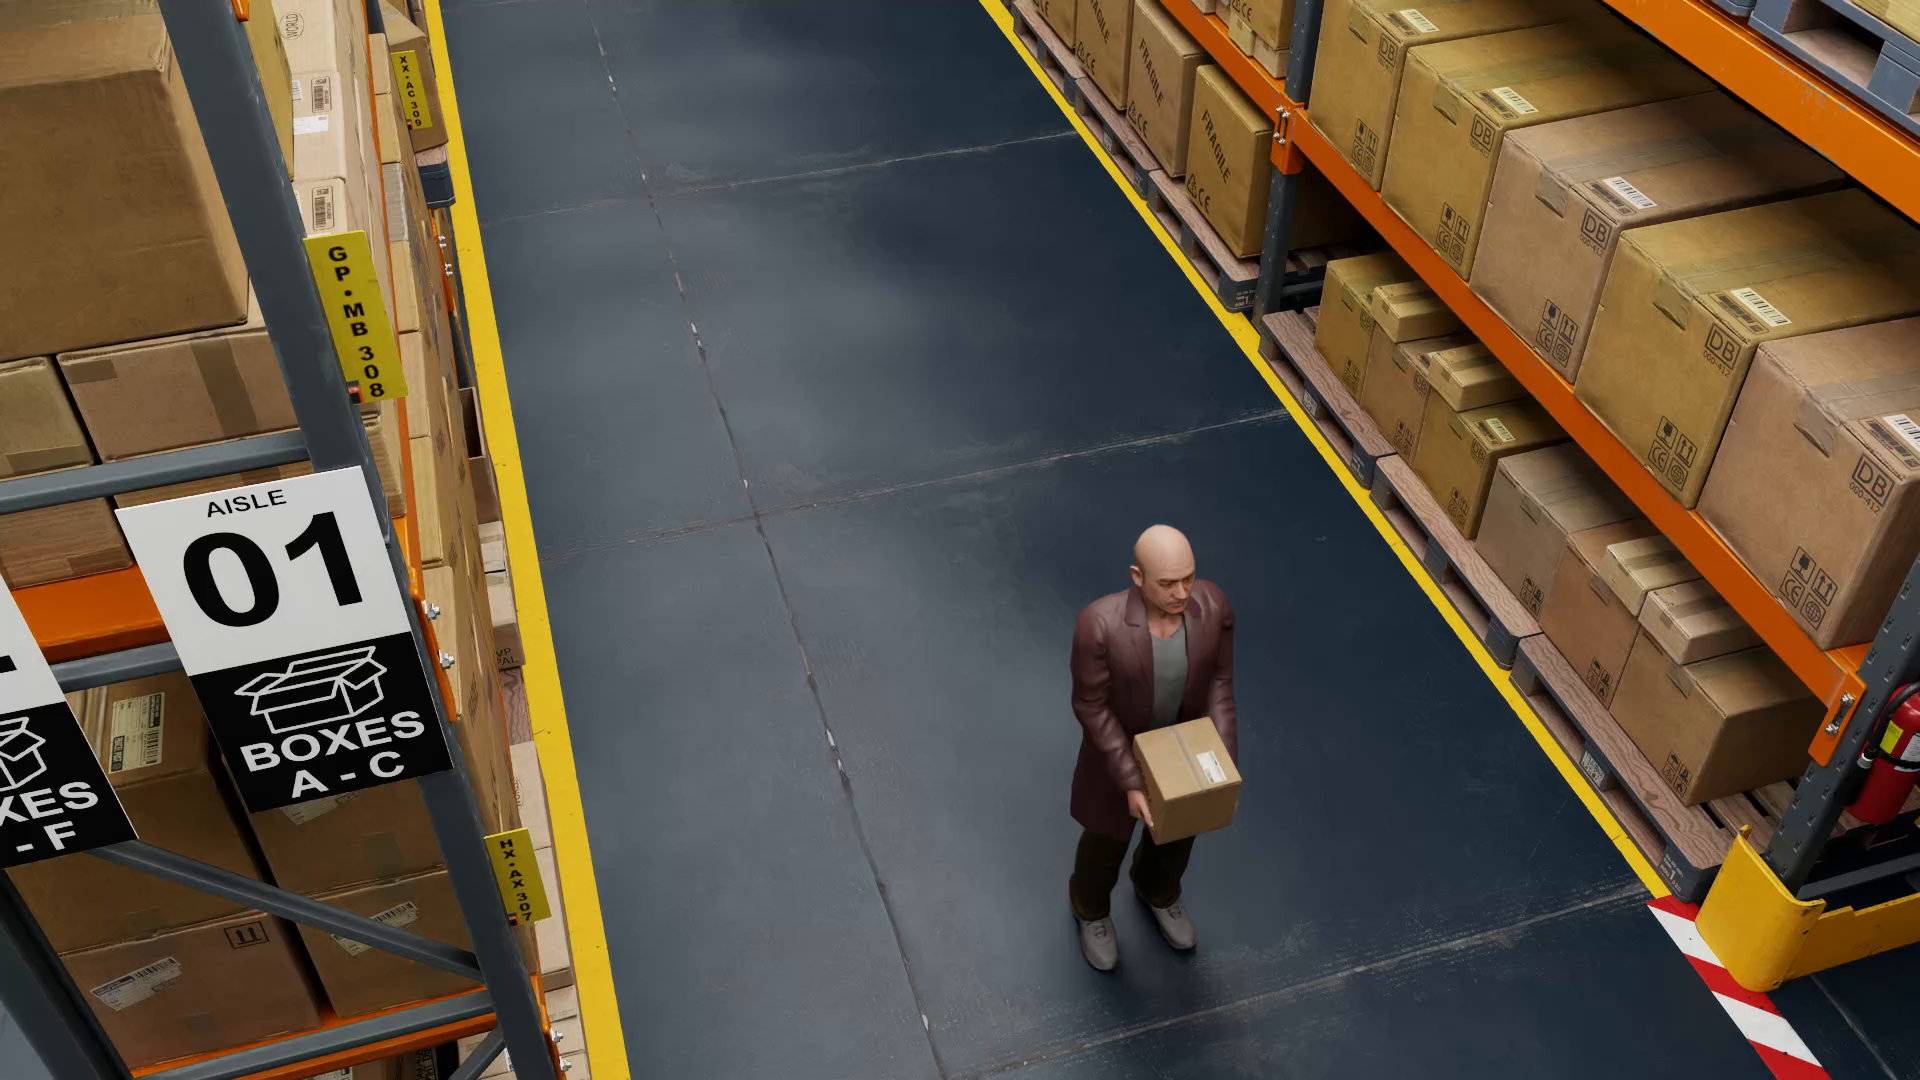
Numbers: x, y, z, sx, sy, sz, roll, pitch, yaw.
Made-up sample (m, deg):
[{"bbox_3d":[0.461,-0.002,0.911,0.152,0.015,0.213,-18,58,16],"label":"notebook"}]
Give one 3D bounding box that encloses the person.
[{"bbox_3d":[0.634,0.743,5.332,0.542,1.779,0.541,-12,43,-13],"label":"person"}]
